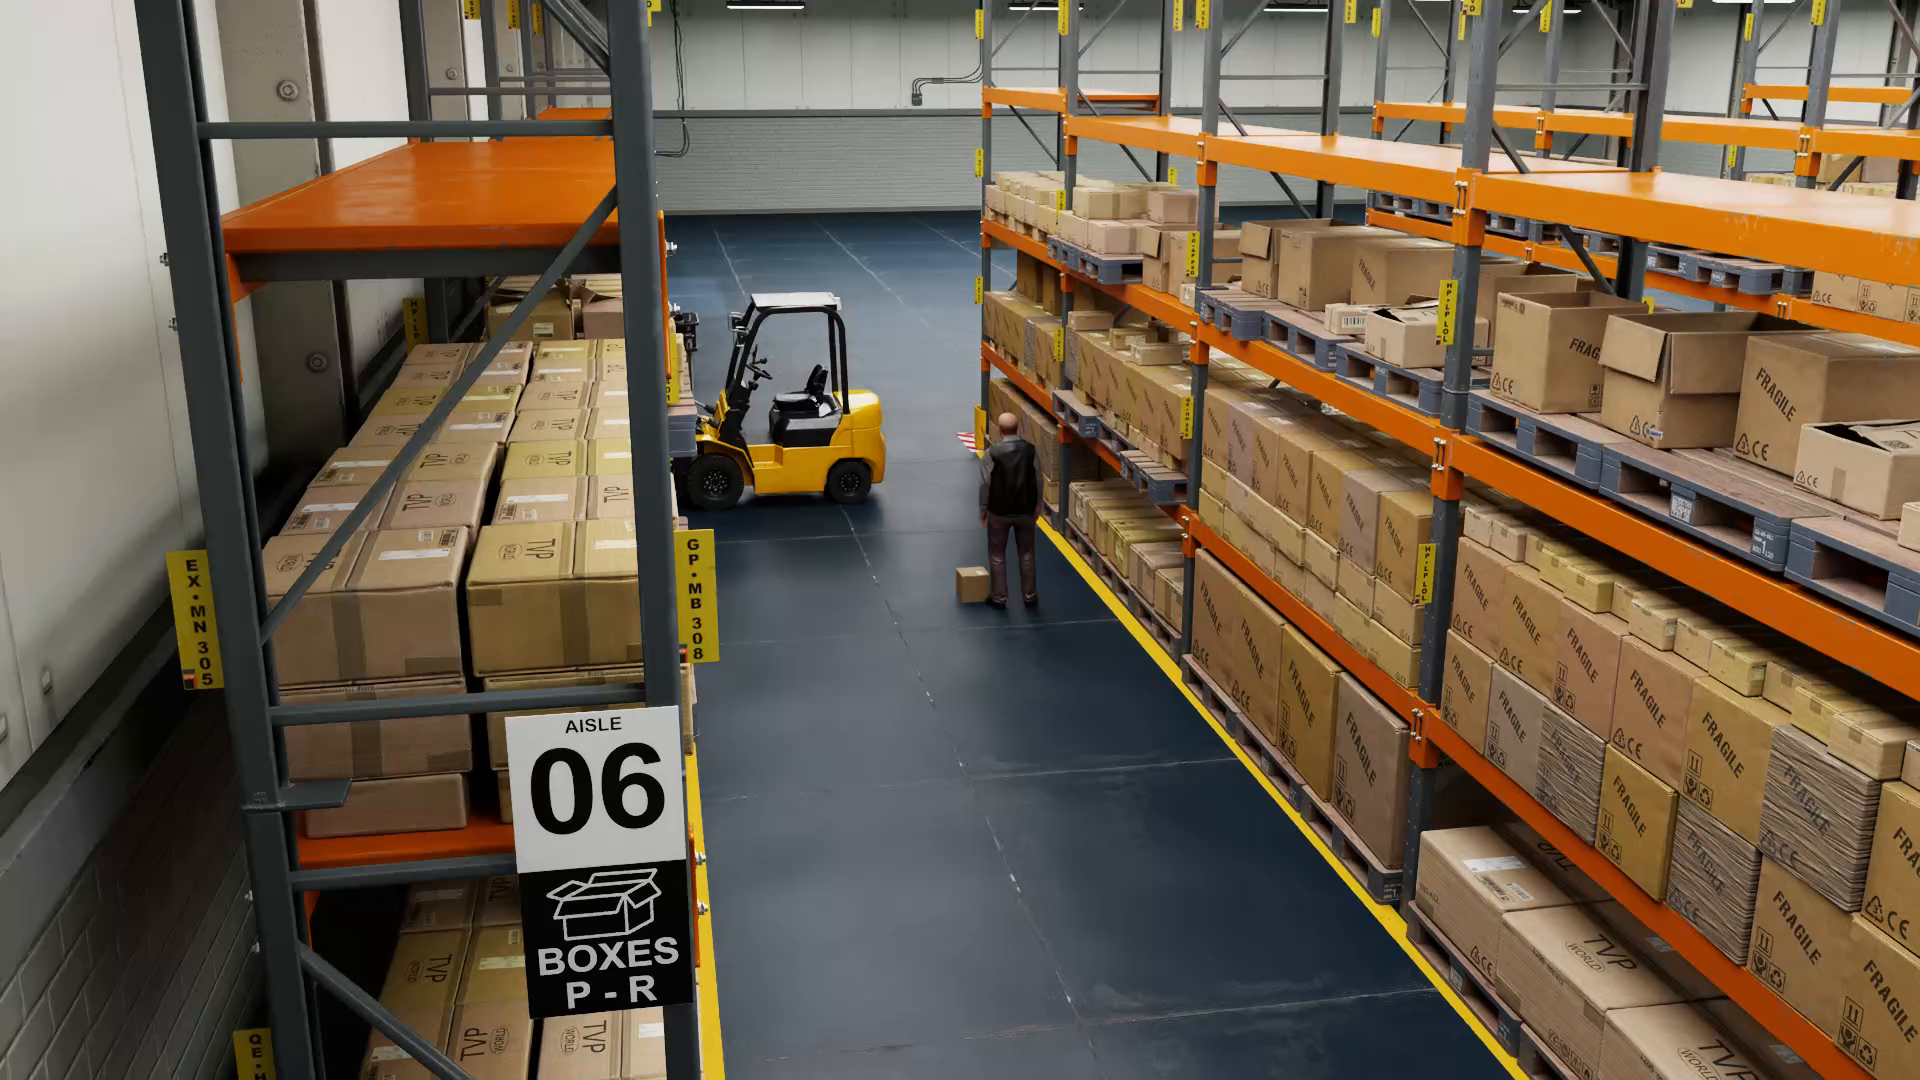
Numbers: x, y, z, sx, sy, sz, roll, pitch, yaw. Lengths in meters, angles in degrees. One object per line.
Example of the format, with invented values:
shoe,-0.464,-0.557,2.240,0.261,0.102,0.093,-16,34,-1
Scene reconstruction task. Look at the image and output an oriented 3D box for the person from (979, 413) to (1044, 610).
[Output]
person,0.443,-0.243,14.413,0.576,1.720,0.418,-4,17,-13
